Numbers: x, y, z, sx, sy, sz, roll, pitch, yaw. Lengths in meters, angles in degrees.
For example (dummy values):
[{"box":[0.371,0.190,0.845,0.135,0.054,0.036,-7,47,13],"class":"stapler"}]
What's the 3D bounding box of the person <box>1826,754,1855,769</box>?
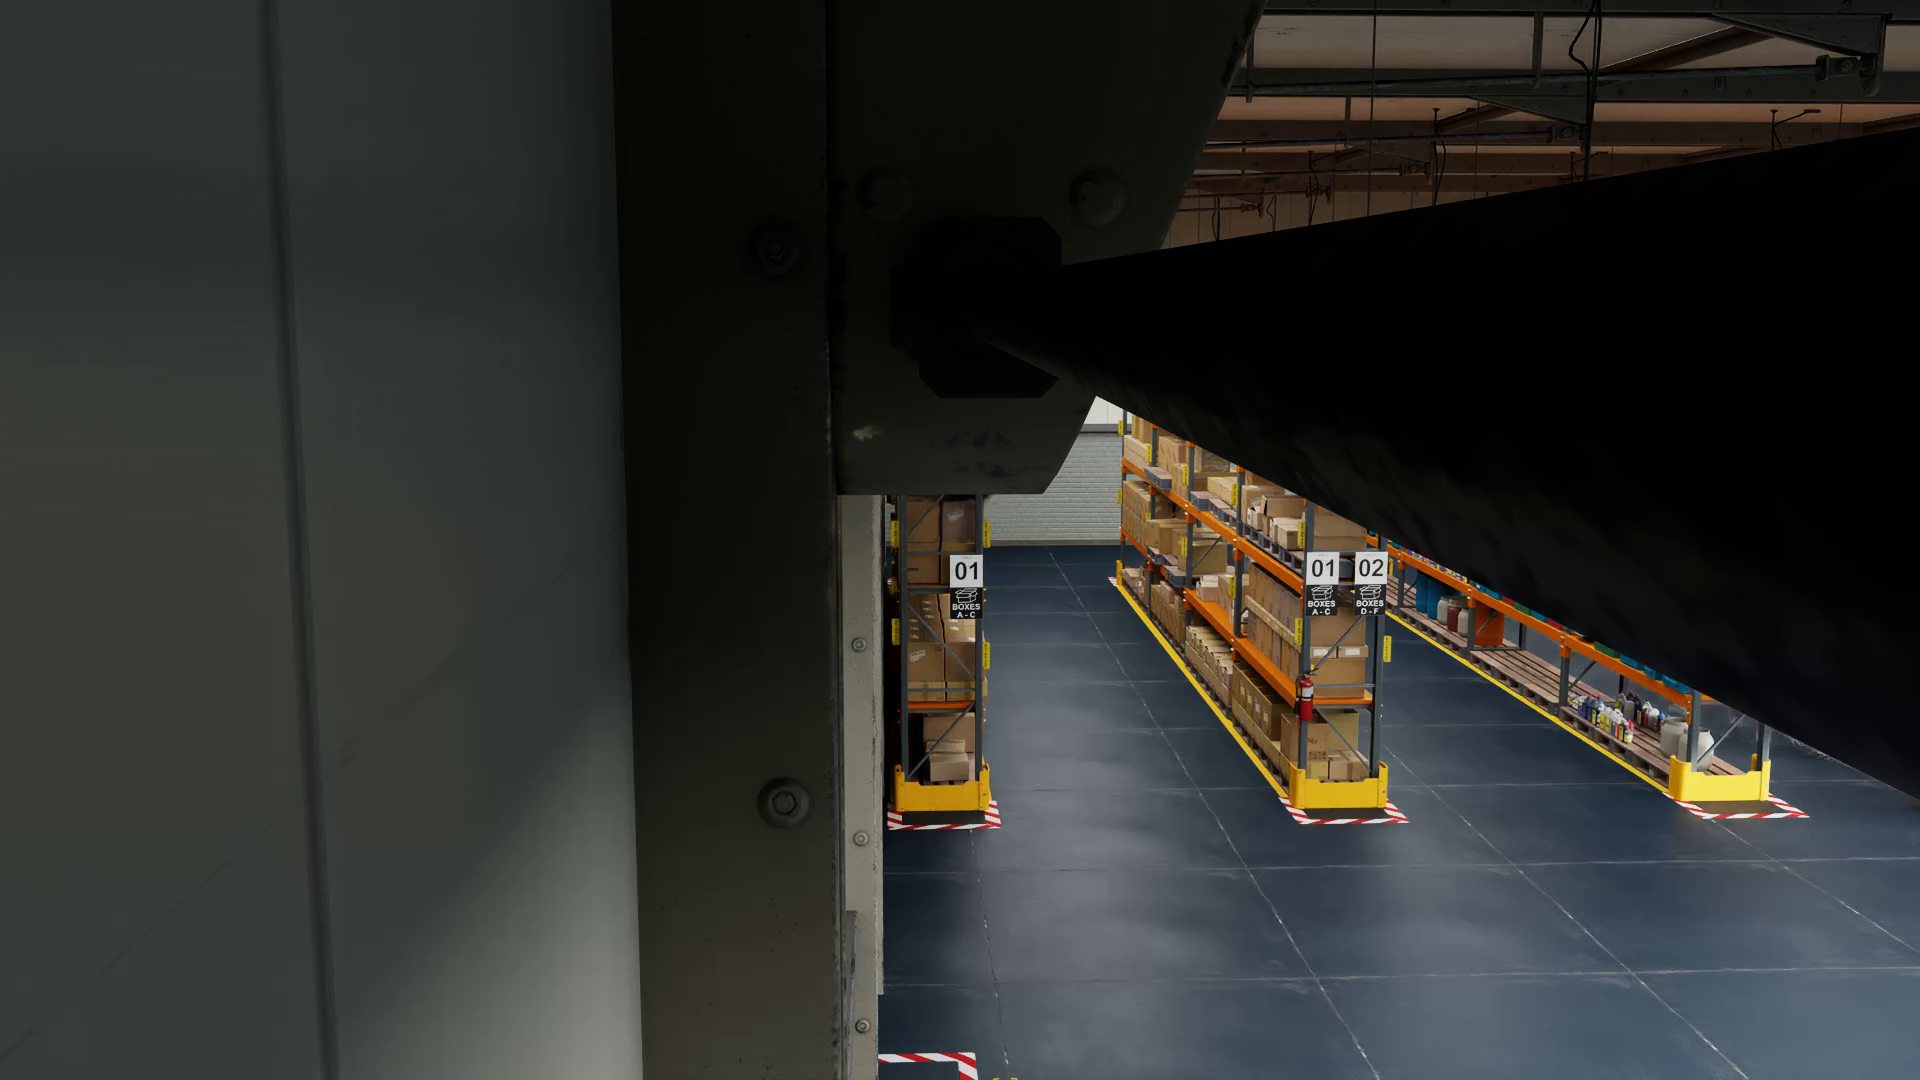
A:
[{"box":[12.023,2.219,22.561,0.514,1.677,0.798,-4,9,-25],"class":"person"}]
